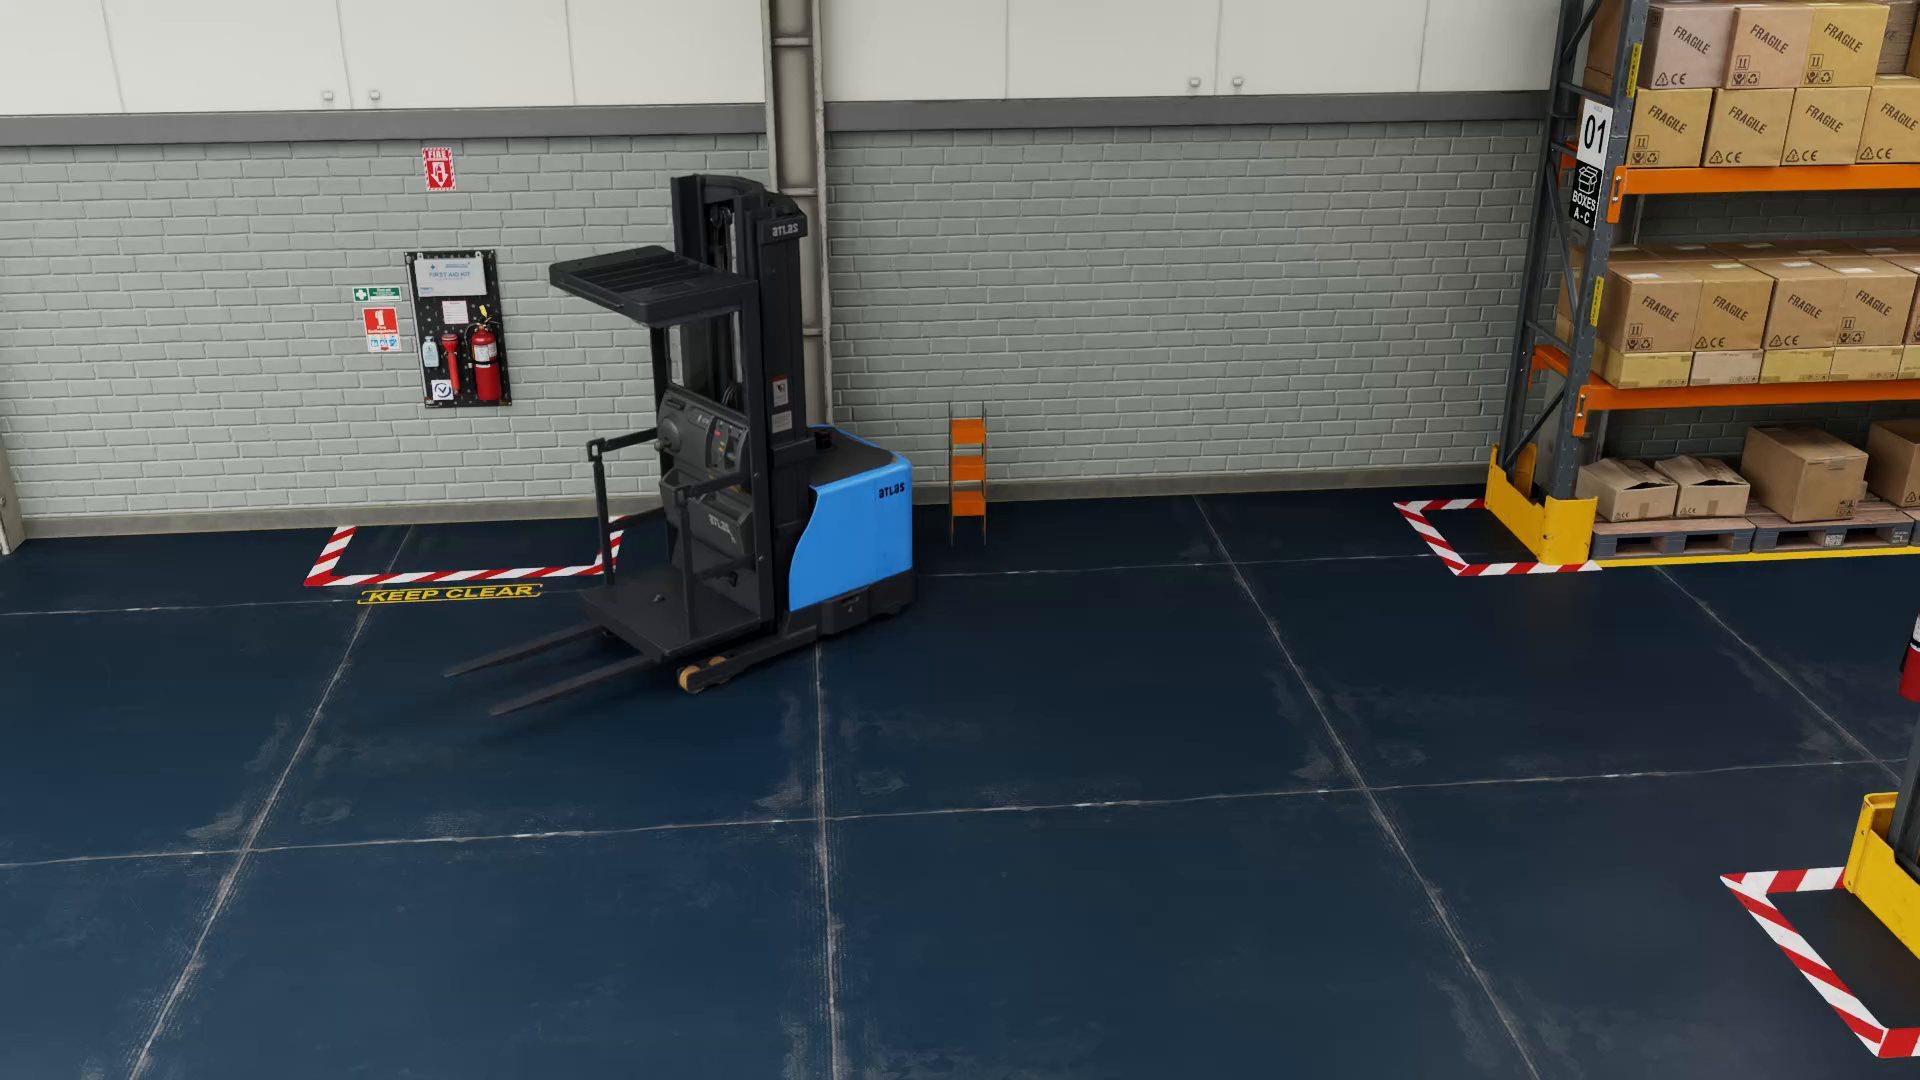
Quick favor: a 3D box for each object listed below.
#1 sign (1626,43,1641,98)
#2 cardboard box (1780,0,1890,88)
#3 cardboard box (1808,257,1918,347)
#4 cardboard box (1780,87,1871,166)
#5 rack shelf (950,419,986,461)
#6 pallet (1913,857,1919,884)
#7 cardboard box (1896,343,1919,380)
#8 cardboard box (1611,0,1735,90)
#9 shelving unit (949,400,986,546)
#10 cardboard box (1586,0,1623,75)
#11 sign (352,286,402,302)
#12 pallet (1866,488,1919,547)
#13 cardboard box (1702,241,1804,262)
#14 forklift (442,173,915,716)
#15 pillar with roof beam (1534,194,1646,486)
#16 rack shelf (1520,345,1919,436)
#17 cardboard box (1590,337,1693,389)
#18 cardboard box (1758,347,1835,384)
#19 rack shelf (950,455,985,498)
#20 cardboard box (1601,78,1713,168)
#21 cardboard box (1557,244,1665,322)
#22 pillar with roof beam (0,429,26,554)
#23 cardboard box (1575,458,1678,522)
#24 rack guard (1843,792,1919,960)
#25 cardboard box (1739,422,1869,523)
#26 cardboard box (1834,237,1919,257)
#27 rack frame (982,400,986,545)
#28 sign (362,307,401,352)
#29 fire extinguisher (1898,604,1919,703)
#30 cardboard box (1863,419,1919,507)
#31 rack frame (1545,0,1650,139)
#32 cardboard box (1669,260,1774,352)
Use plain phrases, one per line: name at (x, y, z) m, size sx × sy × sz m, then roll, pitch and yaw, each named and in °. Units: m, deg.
sign at (4.269, -2.977, 10.545) m, size 0.005 × 0.325 × 0.100 m, roll -2°, pitch 24°, yaw -5°
cardboard box at (5.636, -3.250, 10.857) m, size 0.500 × 0.500 × 0.500 m, roll -2°, pitch 24°, yaw -4°
cardboard box at (6.241, -1.666, 11.602) m, size 0.500 × 0.500 × 0.500 m, roll -2°, pitch 24°, yaw -3°
cardboard box at (5.627, -2.793, 11.060) m, size 0.500 × 0.500 × 0.500 m, roll -1°, pitch 24°, yaw -3°
rack shelf at (0.053, -0.732, 11.991) m, size 0.240 × 0.259 × 0.215 m, roll -2°, pitch 24°, yaw -5°
pallet at (5.463, 1.803, 7.994) m, size 1.213 × 0.211 × 1.003 m, roll -2°, pitch 24°, yaw -5°
cardboard box at (6.759, -1.342, 11.796) m, size 0.500 × 0.250 × 0.500 m, roll -2°, pitch 24°, yaw -5°
cardboard box at (4.623, -3.225, 10.802) m, size 0.500 × 0.500 × 0.500 m, roll -4°, pitch 24°, yaw -9°
shelving unit at (0.053, -0.482, 12.102) m, size 0.252 × 1.050 × 0.215 m, roll -2°, pitch 24°, yaw -5°
cardboard box at (4.619, -3.431, 11.265) m, size 0.500 × 0.500 × 0.500 m, roll -1°, pitch 24°, yaw -3°
sign at (-4.162, -1.755, 11.870) m, size 0.331 × 0.109 × 0.001 m, roll -2°, pitch 24°, yaw -5°
pallet at (7.532, -0.270, 12.658) m, size 1.213 × 0.211 × 1.003 m, roll -2°, pitch 24°, yaw -5°
cardboard box at (5.680, -1.852, 12.021) m, size 0.500 × 0.500 × 0.500 m, roll -3°, pitch 24°, yaw -7°
forklift at (-1.746, -0.639, 10.138) m, size 3.031 × 2.935 × 1.130 m, roll -19°, pitch 30°, yaw -37°
pillar with roof beam at (5.251, -2.805, 7.541) m, size 0.400 × 9.000 × 9.100 m, roll -2°, pitch 24°, yaw -5°
rack shelf at (6.206, -1.177, 12.151) m, size 4.000 × 0.370 × 1.077 m, roll -2°, pitch 24°, yaw -5°
cardboard box at (4.733, -1.257, 11.606) m, size 0.500 × 0.250 × 0.500 m, roll -3°, pitch 24°, yaw -7°
cardboard box at (5.756, -1.302, 11.706) m, size 0.500 × 0.250 × 0.500 m, roll -3°, pitch 24°, yaw -6°
rack shelf at (0.053, -0.472, 12.106) m, size 0.240 × 0.259 × 0.215 m, roll -2°, pitch 24°, yaw -5°
cardboard box at (4.573, -2.764, 10.994) m, size 0.500 × 0.500 × 0.500 m, roll -2°, pitch 24°, yaw -4°
cardboard box at (4.664, -1.814, 11.935) m, size 0.500 × 0.500 × 0.500 m, roll -3°, pitch 24°, yaw -6°
pillar with roof beam at (-6.691, -2.326, 6.463) m, size 0.400 × 9.000 × 9.100 m, roll -2°, pitch 24°, yaw -5°
cardboard box at (4.913, -0.389, 12.262) m, size 0.500 × 0.311 × 0.500 m, roll -5°, pitch 24°, yaw -11°
rack guard at (4.682, 1.720, 7.826) m, size 0.348 × 0.500 × 1.175 m, roll -2°, pitch 24°, yaw -5°
cardboard box at (6.215, -0.508, 12.295) m, size 0.500 × 0.500 × 0.700 m, roll -4°, pitch 24°, yaw -8°
cardboard box at (6.697, -1.898, 12.123) m, size 0.500 × 0.500 × 0.500 m, roll -2°, pitch 24°, yaw -4°
rack frame at (0.175, -0.487, 12.113) m, size 0.008 × 1.050 × 0.200 m, roll -2°, pitch 24°, yaw -5°
sign at (-4.167, -1.516, 11.985) m, size 0.234 × 0.329 × 0.001 m, roll -2°, pitch 24°, yaw -5°
fire extinguisher at (4.543, 0.429, 7.748) m, size 0.183 × 0.674 × 0.296 m, roll -2°, pitch 24°, yaw -5°
cardboard box at (7.167, -0.587, 12.473) m, size 0.500 × 0.500 × 0.500 m, roll -4°, pitch 24°, yaw -9°
rack frame at (4.216, -4.167, 10.606) m, size 0.127 × 3.000 × 1.000 m, roll -2°, pitch 24°, yaw -5°
cardboard box at (5.213, -1.622, 11.504) m, size 0.500 × 0.500 × 0.500 m, roll -2°, pitch 24°, yaw -5°
